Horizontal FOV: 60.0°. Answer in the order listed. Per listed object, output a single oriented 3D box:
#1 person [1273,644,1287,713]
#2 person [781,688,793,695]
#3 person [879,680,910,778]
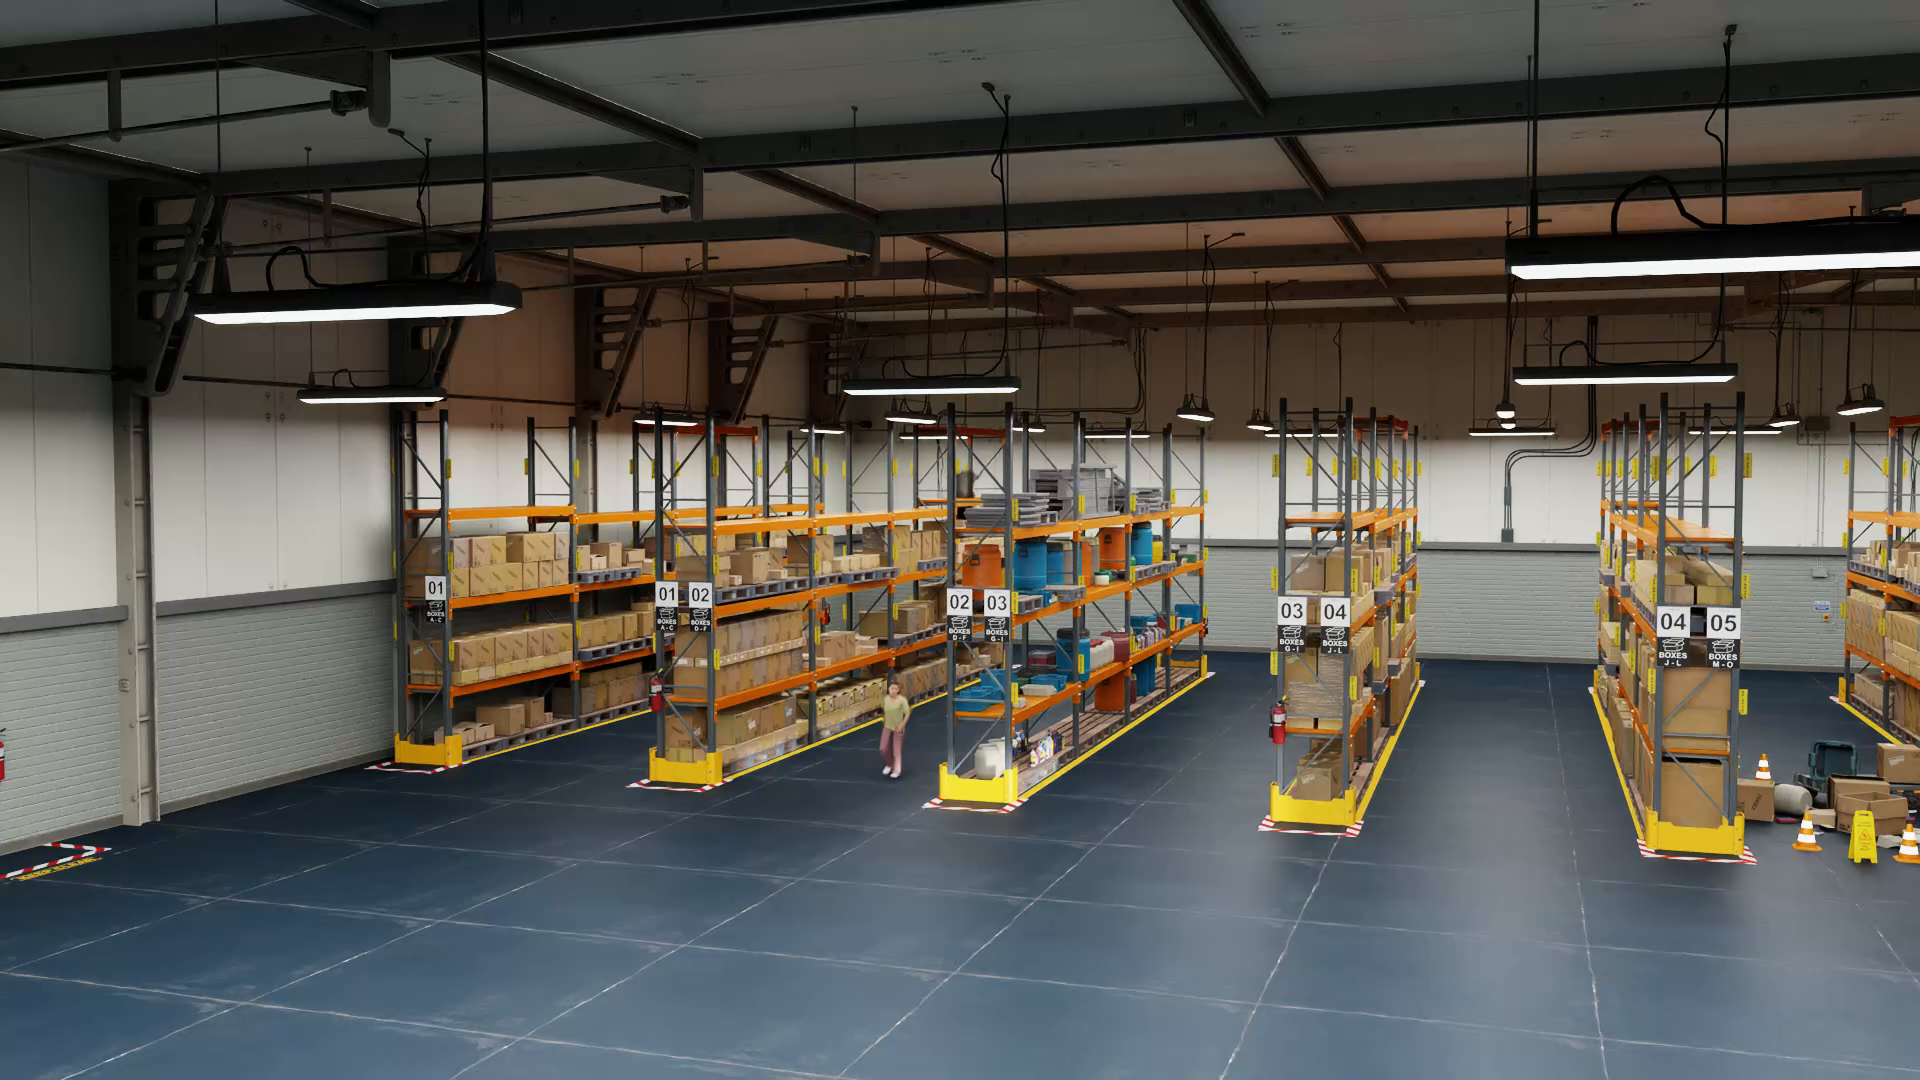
[{"bbox_3d":[6.814,2.747,34.229,0.702,1.596,1.101,2,3,37],"label":"person"},{"bbox_3d":[-3.864,2.616,36.873,0.601,1.643,0.611,0,2,4],"label":"person"},{"bbox_3d":[-1.054,3.021,26.677,0.572,1.579,0.723,1,3,17],"label":"person"}]
